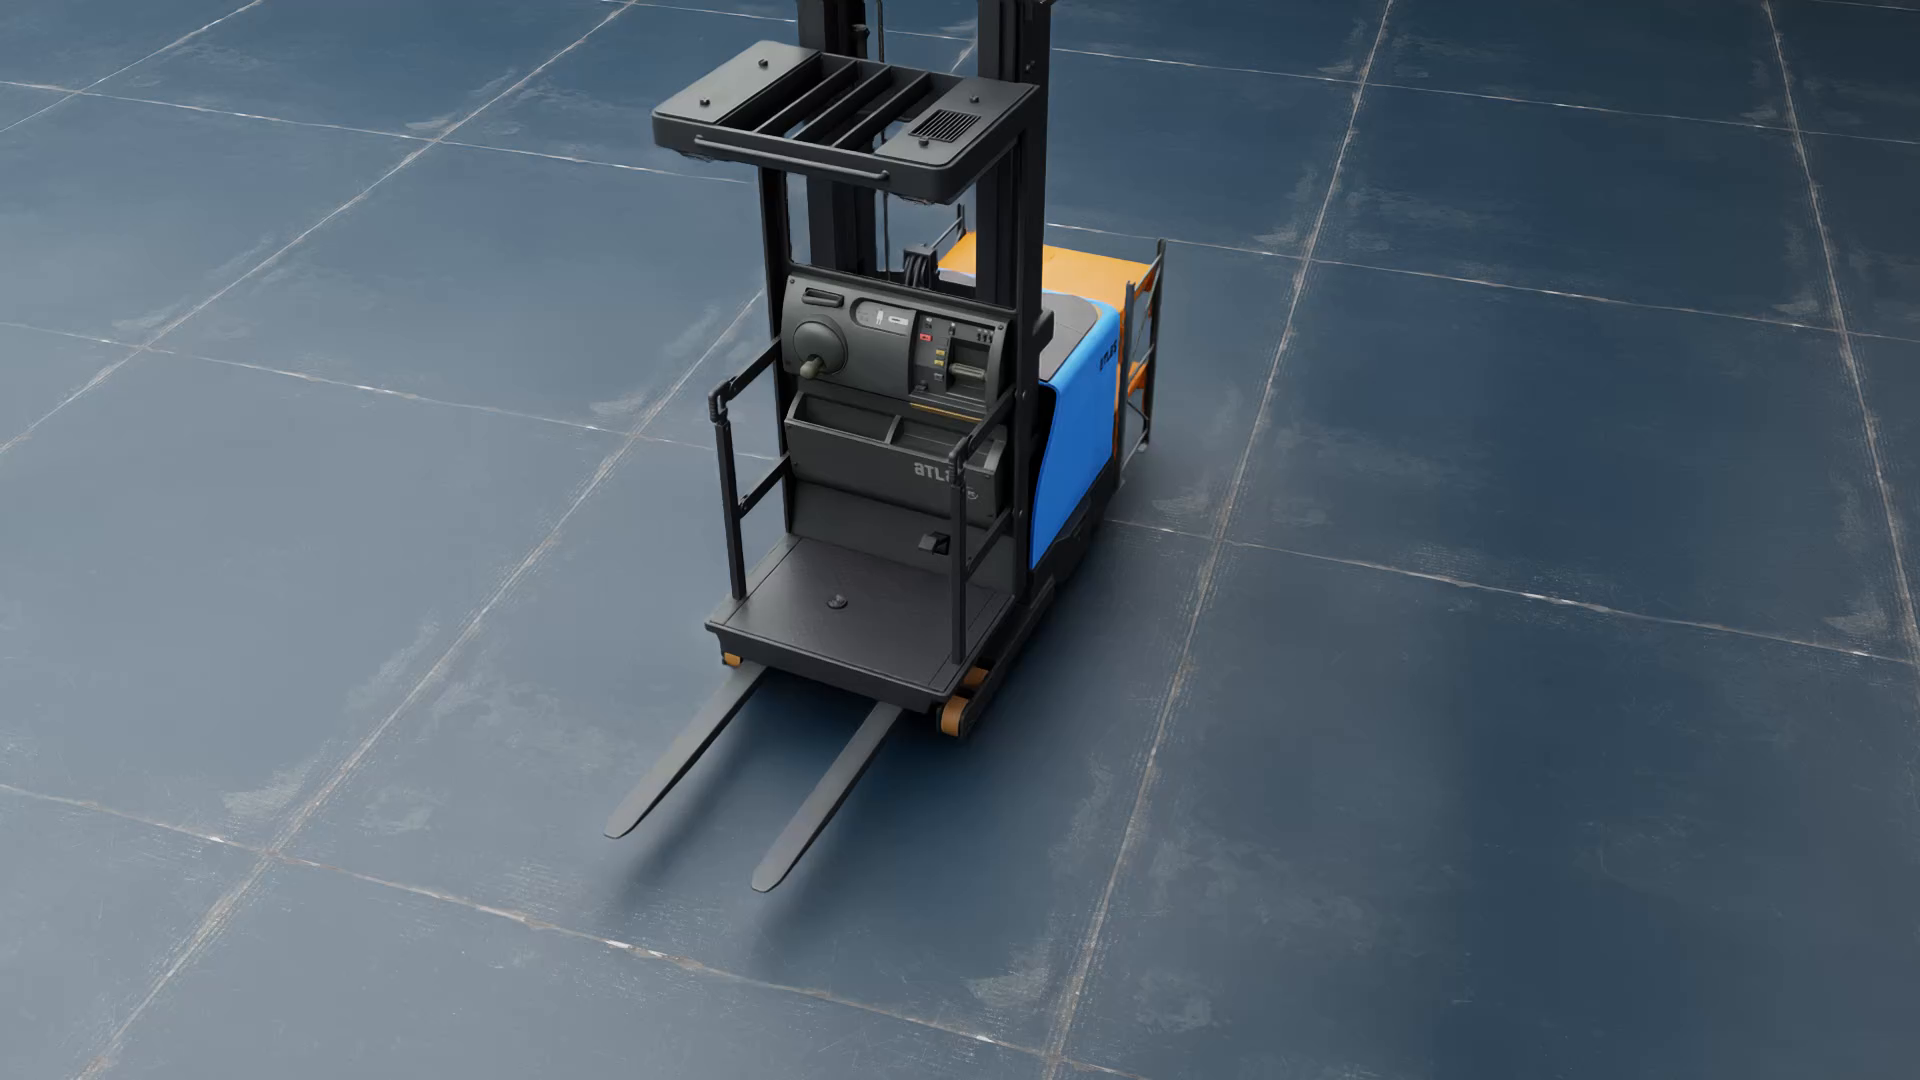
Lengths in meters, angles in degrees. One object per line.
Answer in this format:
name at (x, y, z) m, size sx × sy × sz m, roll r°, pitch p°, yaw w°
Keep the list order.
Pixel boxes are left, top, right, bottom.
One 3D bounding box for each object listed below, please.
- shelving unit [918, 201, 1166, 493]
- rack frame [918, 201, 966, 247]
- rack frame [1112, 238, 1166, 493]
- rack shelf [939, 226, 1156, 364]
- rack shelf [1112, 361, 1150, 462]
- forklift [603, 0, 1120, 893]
shelving unit at (0.384, -0.940, 8.078) m, size 1.048 × 1.125 × 0.538 m, roll 14°, pitch 39°, yaw 19°
rack frame at (-0.083, -1.059, 8.240) m, size 0.032 × 1.125 × 0.500 m, roll 14°, pitch 39°, yaw 19°
rack frame at (0.851, -0.821, 7.917) m, size 0.032 × 1.125 × 0.500 m, roll 14°, pitch 39°, yaw 19°
rack shelf at (0.384, -1.176, 7.905) m, size 1.000 × 0.278 × 0.538 m, roll 14°, pitch 39°, yaw 19°
rack shelf at (0.384, -0.743, 8.223) m, size 1.000 × 0.278 × 0.538 m, roll 14°, pitch 39°, yaw 19°
forklift at (-0.346, -0.684, 6.207) m, size 1.130 × 2.935 × 3.031 m, roll 15°, pitch 39°, yaw 19°
